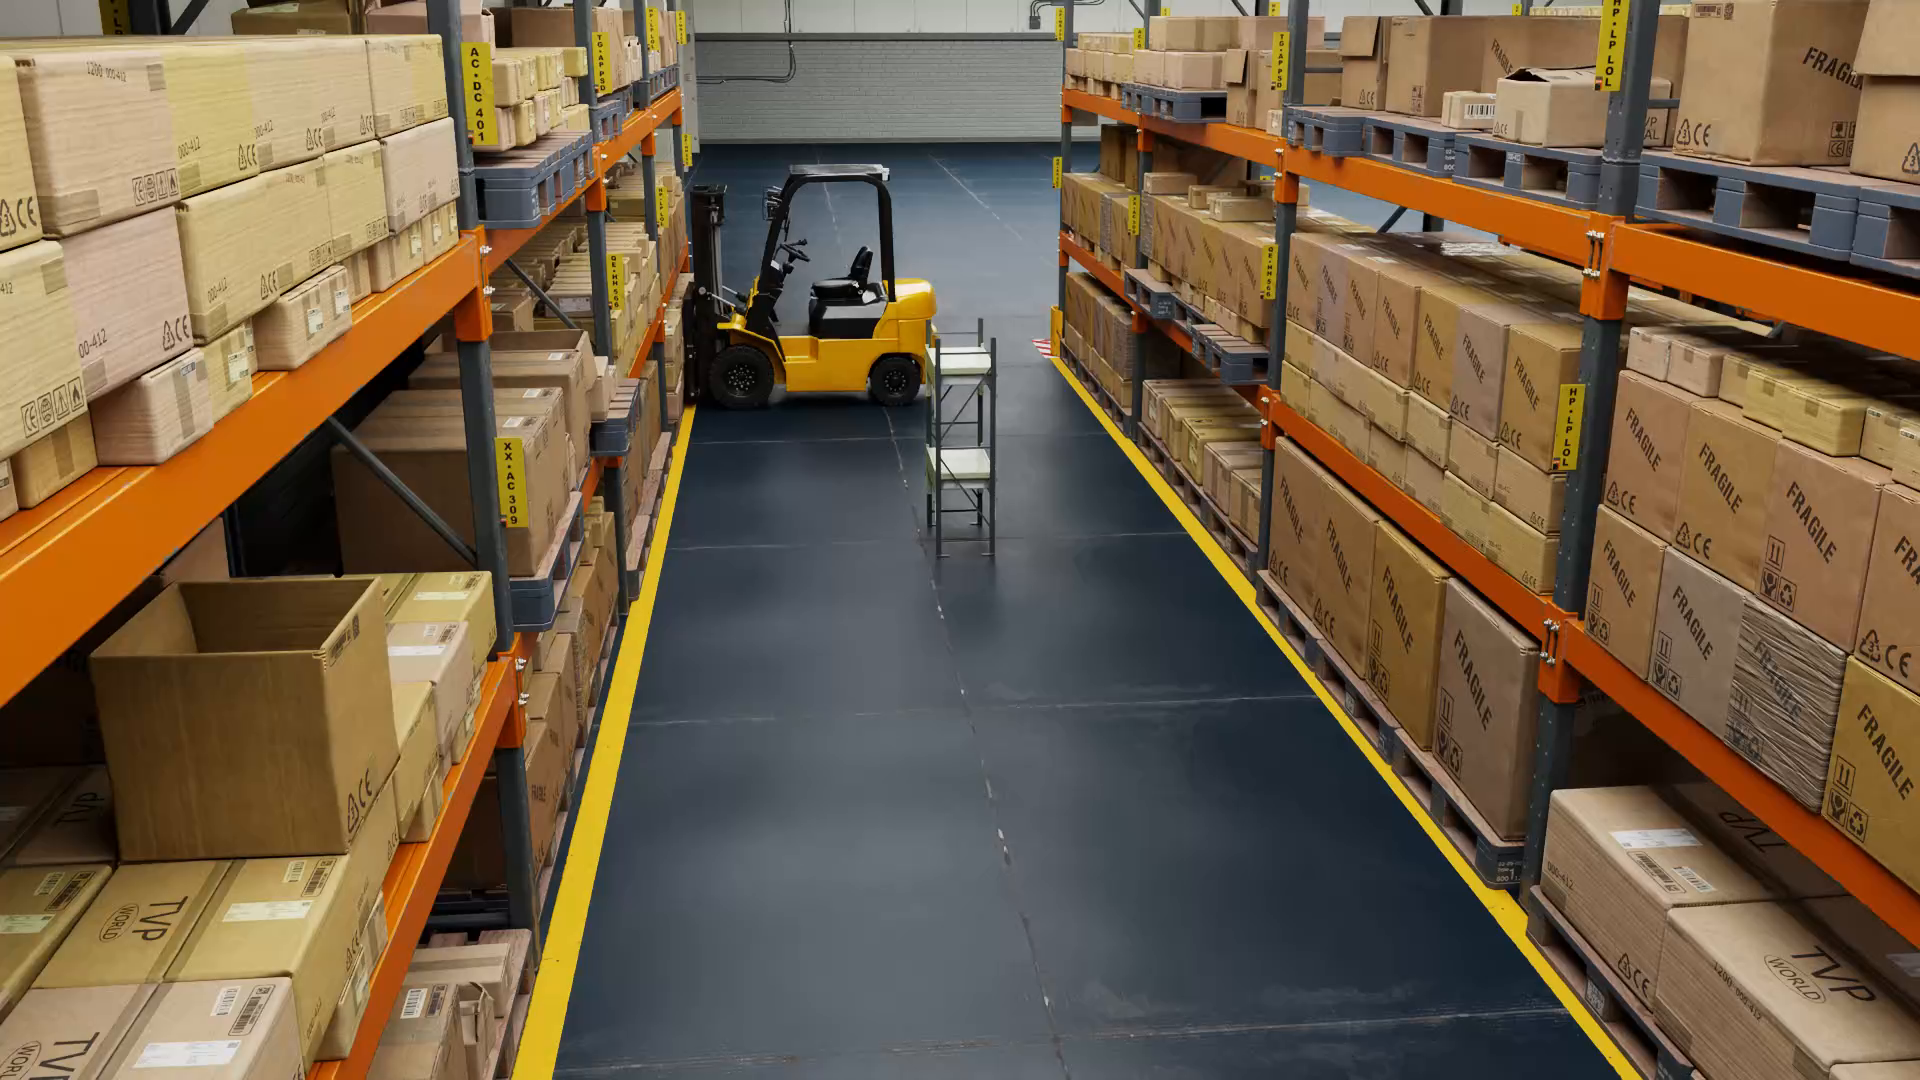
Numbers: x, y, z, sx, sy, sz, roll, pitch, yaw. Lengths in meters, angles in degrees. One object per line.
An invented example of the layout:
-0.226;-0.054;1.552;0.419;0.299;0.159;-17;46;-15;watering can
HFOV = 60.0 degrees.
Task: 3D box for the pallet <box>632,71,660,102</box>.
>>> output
-3.063;-3.796;13.900;1.003;0.211;1.213;-2;18;-6;pallet

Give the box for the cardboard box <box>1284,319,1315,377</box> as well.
2.207;-1.125;9.668;0.500;0.250;0.500;-2;18;-6;cardboard box

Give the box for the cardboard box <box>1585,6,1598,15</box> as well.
6.336;-5.135;16.237;0.380;0.149;0.250;-2;18;-6;cardboard box

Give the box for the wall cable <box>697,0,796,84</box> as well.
-6.269;-14.347;47.538;3.097;2.526;0.112;-2;18;-6;wall cable

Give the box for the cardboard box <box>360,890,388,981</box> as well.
-1.603;0.972;3.993;0.380;0.149;0.250;-1;17;-4;cardboard box

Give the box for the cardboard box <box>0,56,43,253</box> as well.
-1.507;-0.458;2.041;0.500;0.250;0.500;-2;18;-6;cardboard box

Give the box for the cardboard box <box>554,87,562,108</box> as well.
-1.943;-1.888;7.226;0.380;0.149;0.250;-1;17;-4;cardboard box

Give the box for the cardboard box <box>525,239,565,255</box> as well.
-3.078;-2.093;12.086;0.380;0.149;0.250;-2;18;-6;cardboard box

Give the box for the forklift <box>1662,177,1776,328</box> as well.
4.984;-1.290;10.892;1.130;2.935;3.031;-1;17;-3;forklift

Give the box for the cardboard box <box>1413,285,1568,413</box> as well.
2.424;-0.880;7.637;0.500;0.500;0.500;-1;17;-4;cardboard box

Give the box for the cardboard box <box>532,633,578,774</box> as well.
-2.062;0.764;7.708;0.500;0.500;0.500;-2;18;-7;cardboard box

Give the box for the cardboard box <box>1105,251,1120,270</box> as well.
1.544;-2.577;15.298;0.380;0.149;0.250;-2;18;-6;cardboard box

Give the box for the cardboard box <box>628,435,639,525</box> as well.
-2.662;-0.410;11.239;0.875;0.625;0.625;-1;17;-4;cardboard box

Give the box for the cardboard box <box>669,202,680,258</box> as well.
-2.952;-2.947;15.889;0.500;0.500;0.500;-2;18;-7;cardboard box

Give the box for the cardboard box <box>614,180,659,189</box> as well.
-2.898;-3.138;14.919;0.380;0.149;0.250;-2;18;-6;cardboard box

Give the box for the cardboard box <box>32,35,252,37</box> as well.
-2.356;-1.354;4.893;0.500;0.250;0.500;-2;18;-6;cardboard box

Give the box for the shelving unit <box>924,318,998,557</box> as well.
-0.001;-0.718;11.459;0.431;1.500;0.755;-2;18;-6;shelving unit

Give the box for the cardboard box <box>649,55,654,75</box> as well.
-2.693;-3.856;13.495;0.380;0.149;0.250;-1;17;-4;cardboard box

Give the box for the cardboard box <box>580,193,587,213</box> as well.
-3.267;-2.815;13.888;0.380;0.149;0.250;-2;18;-7;cardboard box

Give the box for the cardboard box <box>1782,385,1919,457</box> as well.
2.661;-0.350;4.865;0.380;0.149;0.250;-2;18;-7;cardboard box

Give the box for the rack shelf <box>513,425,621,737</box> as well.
-2.330;-0.023;7.943;1.077;0.370;4.000;-2;18;-6;rack shelf

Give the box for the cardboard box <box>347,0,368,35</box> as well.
-2.284;-1.836;5.872;0.396;0.266;0.258;-2;18;-6;cardboard box

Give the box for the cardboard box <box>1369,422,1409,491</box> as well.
2.374;-0.435;8.306;0.500;0.250;0.500;-2;18;-6;cardboard box

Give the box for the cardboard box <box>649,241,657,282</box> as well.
-2.644;-2.182;13.036;0.500;0.250;0.500;-2;18;-7;cardboard box

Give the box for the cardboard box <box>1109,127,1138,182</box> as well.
1.890;-3.870;16.663;0.700;0.500;0.500;-2;18;-5;cardboard box

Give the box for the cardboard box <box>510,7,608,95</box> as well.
-2.369;-2.912;9.902;0.500;0.500;0.500;-2;18;-5;cardboard box

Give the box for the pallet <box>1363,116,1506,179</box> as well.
2.638;-1.934;8.137;1.003;0.211;1.213;-1;17;-3;pallet

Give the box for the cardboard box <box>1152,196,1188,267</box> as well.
1.803;-2.400;12.950;0.500;0.500;0.500;-2;18;-5;cardboard box

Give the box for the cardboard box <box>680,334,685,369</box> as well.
-2.786;-1.734;15.249;0.500;0.250;0.500;-2;18;-6;cardboard box

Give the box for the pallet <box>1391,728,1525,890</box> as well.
2.658;1.178;7.572;1.003;0.211;1.213;-2;18;-6;pallet

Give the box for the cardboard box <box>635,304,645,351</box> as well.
-2.498;-1.488;11.659;0.500;0.250;0.500;-1;17;-4;cardboard box

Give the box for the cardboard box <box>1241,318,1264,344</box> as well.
2.033;-1.365;10.735;0.380;0.149;0.250;-2;17;-5;cardboard box

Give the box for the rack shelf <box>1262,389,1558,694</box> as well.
2.607;-0.177;8.435;1.077;0.370;4.000;-2;18;-6;rack shelf

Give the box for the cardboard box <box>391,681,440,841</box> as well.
-1.724;0.601;4.507;0.500;0.250;0.500;-2;18;-6;cardboard box

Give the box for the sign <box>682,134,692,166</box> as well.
-2.820;-4.023;17.156;0.100;0.325;0.005;-2;18;-6;sign

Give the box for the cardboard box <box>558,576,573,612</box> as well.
-2.125;0.256;8.243;0.380;0.149;0.250;-3;18;-8;cardboard box

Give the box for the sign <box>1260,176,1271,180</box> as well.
2.540;-2.879;13.906;0.100;0.325;0.005;-2;18;-6;sign

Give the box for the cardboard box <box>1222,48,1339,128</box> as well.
2.215;-3.050;11.205;0.797;0.503;0.637;-2;18;-6;cardboard box

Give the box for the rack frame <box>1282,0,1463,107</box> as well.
2.400;-3.979;9.327;1.000;3.000;0.127;-2;18;-6;rack frame

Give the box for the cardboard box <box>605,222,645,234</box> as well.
-2.693;-2.416;13.115;0.380;0.149;0.250;-1;17;-4;cardboard box

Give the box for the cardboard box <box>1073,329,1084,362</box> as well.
1.429;-1.987;16.888;0.500;0.250;0.500;-1;17;-4;cardboard box

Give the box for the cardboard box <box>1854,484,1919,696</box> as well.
2.758;0.154;4.343;0.500;0.500;0.500;-2;18;-6;cardboard box

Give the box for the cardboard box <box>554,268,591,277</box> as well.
-2.397;-1.656;10.694;0.380;0.149;0.250;-2;17;-5;cardboard box

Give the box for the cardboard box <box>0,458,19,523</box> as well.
-1.566;-0.069;2.301;0.380;0.149;0.250;-1;17;-5;cardboard box

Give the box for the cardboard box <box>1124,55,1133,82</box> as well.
1.674;-3.933;13.944;0.500;0.250;0.500;-2;18;-6;cardboard box

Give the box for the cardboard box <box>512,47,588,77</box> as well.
-2.207;-2.560;8.905;0.380;0.149;0.250;-1;17;-4;cardboard box

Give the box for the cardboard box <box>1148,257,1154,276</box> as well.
1.731;-2.214;13.440;0.380;0.149;0.250;-2;17;-5;cardboard box

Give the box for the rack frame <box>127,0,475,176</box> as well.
-2.124;-2.632;5.039;1.000;3.000;0.127;-2;18;-6;rack frame

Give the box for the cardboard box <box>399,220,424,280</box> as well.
-1.752;-0.830;4.725;0.380;0.149;0.250;-1;17;-4;cardboard box

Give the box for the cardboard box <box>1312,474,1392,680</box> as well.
2.477;0.171;8.970;0.875;0.875;0.875;-2;17;-5;cardboard box

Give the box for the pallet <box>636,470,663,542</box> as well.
-2.705;-0.241;12.091;1.003;0.211;1.213;-2;18;-6;pallet

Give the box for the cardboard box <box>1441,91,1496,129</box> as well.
2.469;-2.003;7.732;0.380;0.166;0.250;0;17;-1;cardboard box

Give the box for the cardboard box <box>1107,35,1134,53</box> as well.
1.537;-4.472;14.994;0.380;0.149;0.250;-2;17;-5;cardboard box

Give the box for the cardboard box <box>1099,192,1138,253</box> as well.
1.577;-2.930;15.339;0.500;0.500;0.500;-1;17;-4;cardboard box

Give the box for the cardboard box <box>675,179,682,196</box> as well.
-2.991;-3.533;16.672;0.380;0.149;0.250;-1;17;-5;cardboard box
